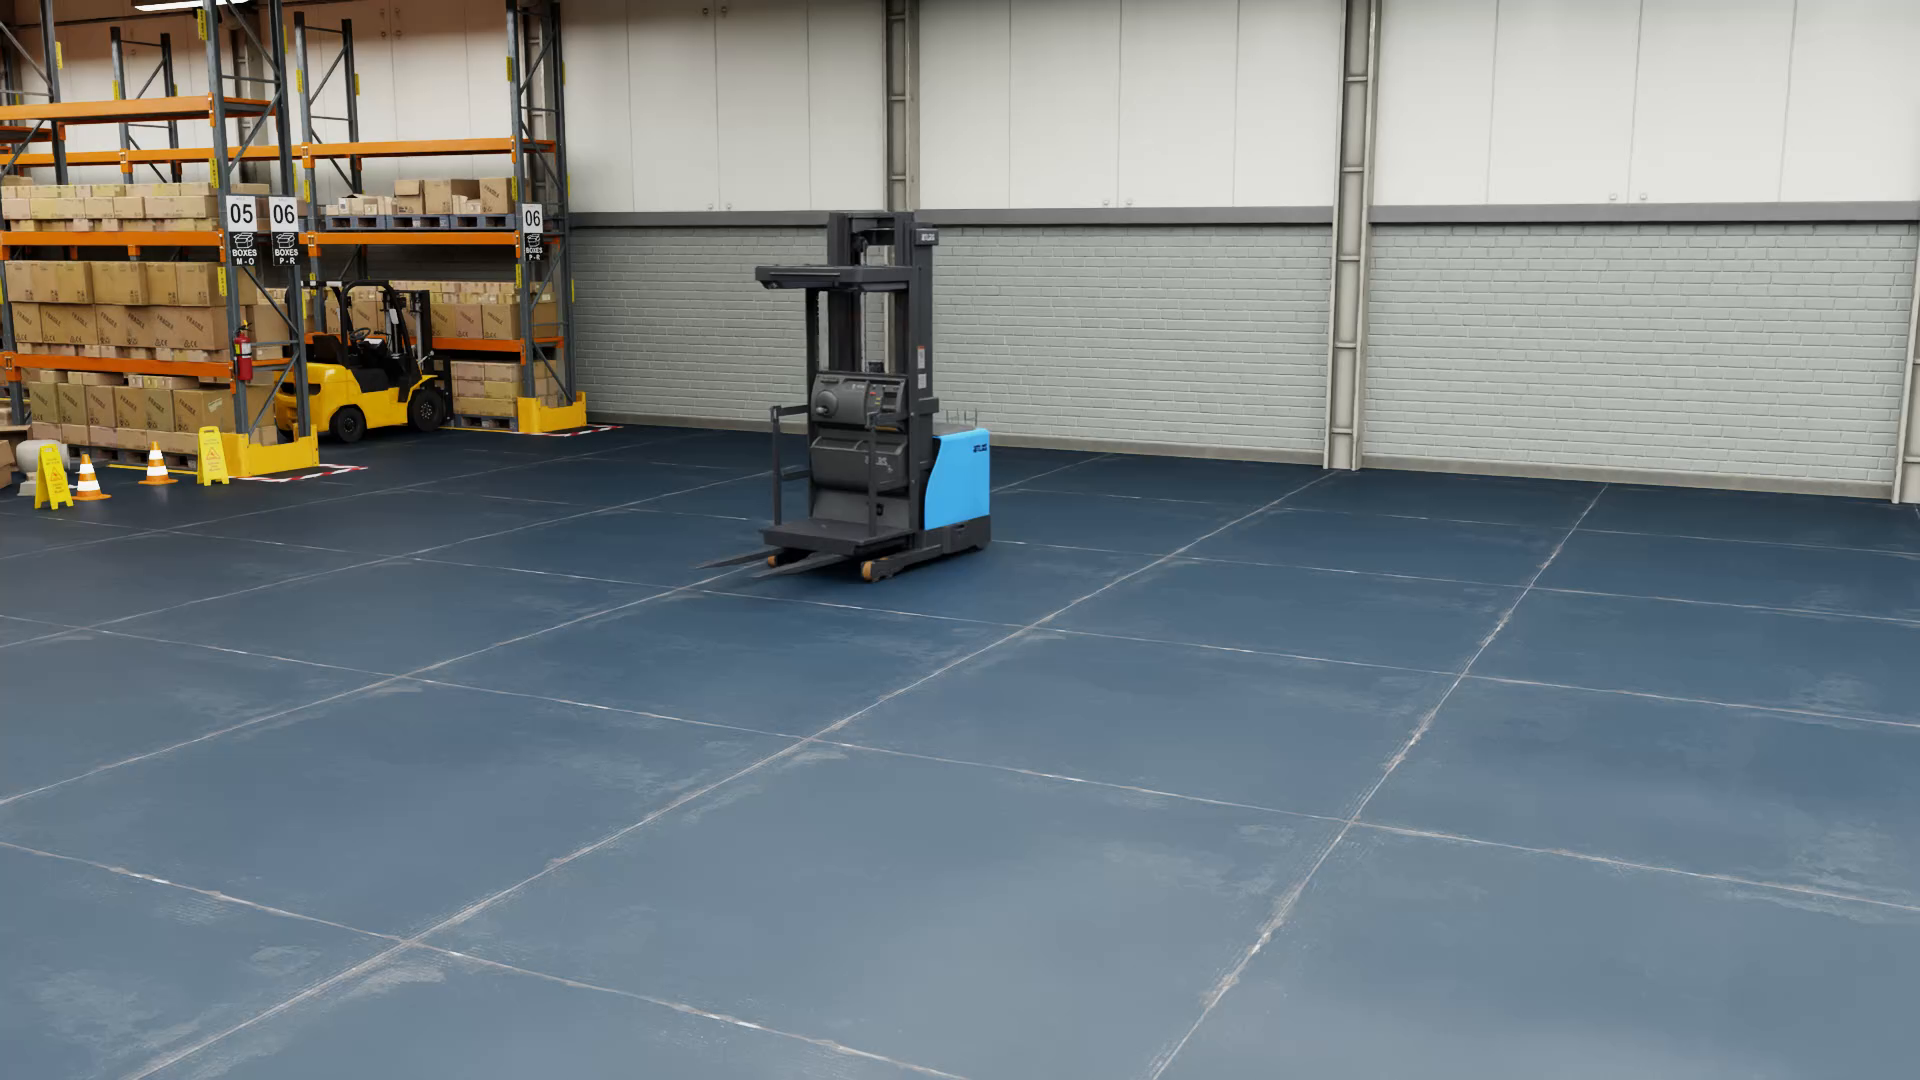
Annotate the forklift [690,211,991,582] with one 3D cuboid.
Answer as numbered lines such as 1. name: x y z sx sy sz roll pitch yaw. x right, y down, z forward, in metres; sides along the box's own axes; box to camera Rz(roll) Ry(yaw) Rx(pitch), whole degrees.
1. forklift: -0.964 -1.202 13.644 1.130 2.935 3.031 7 12 33

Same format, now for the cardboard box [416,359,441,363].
1. cardboard box: -7.847 -2.543 24.595 0.500 0.250 0.500 5 11 25

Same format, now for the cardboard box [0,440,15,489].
1. cardboard box: -10.816 -0.805 18.267 0.637 0.503 0.797 -2 11 -14

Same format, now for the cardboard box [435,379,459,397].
1. cardboard box: -7.420 -2.259 24.429 0.500 0.250 0.500 5 11 25

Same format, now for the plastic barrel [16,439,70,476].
1. plastic barrel: -10.643 -0.953 19.307 0.512 0.421 0.421 -4 11 -23

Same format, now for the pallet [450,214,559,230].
1. pallet: -6.551 -4.585 23.968 1.213 0.211 1.003 5 11 26

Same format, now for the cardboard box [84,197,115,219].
1. cardboard box: -10.071 -3.965 19.879 0.500 0.250 0.500 5 11 26

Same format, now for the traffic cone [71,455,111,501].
1. traffic cone: -9.264 -0.675 17.662 0.334 0.463 0.336 5 11 26

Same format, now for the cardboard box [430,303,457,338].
1. cardboard box: -7.406 -3.221 24.327 0.500 0.500 0.500 5 11 25

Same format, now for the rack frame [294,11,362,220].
1. rack frame: -9.515 -6.360 25.103 0.127 3.000 1.000 5 11 26

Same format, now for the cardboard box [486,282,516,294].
1. cardboard box: -6.577 -3.617 23.853 0.250 0.149 0.380 5 11 26

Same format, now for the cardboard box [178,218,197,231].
1. cardboard box: -8.802 -3.650 19.257 0.250 0.149 0.380 5 11 26

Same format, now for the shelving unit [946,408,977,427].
1. shelving unit: 0.019 -0.591 15.123 0.189 1.200 0.258 5 11 28

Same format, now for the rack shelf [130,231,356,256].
1. rack shelf: -11.309 -4.688 26.305 4.000 0.370 1.077 5 11 26

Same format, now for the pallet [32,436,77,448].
1. pallet: -12.407 -1.304 21.842 1.213 0.211 1.003 5 11 26

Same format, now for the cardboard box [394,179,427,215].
1. cardboard box: -7.815 -5.020 24.374 0.637 0.503 0.797 5 12 28

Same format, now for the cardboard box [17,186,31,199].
1. cardboard box: -11.324 -4.267 20.427 0.250 0.149 0.380 5 12 28

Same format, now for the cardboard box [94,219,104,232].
1. cardboard box: -10.152 -3.782 19.986 0.250 0.149 0.380 5 11 26

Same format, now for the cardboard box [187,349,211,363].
1. cardboard box: -8.827 -2.174 19.523 0.250 0.149 0.380 5 11 25

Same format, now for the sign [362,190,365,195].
1. sign: -9.271 -5.266 25.808 0.005 0.325 0.100 5 11 26

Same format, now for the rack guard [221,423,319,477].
1. rack guard: -8.189 -1.076 19.770 0.348 0.500 1.175 5 11 26

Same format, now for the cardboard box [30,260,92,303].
1. cardboard box: -10.961 -3.189 20.507 0.500 0.500 0.700 5 11 26

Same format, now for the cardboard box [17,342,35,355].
1. cardboard box: -11.567 -2.415 20.858 0.250 0.149 0.380 5 11 26

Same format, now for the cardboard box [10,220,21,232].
1. cardboard box: -11.535 -3.903 20.655 0.250 0.149 0.380 5 11 25

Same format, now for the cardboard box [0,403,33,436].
1. cardboard box: -12.179 -1.569 21.679 0.625 0.372 0.950 5 11 27

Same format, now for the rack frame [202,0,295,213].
1. rack frame: -8.121 -5.252 18.980 0.127 3.000 1.000 5 11 26

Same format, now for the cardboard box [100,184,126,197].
1. cardboard box: -9.945 -4.139 19.723 0.250 0.149 0.380 5 12 27

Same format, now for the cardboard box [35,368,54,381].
1. cardboard box: -15.428 -2.861 28.453 0.500 0.500 0.500 5 11 24

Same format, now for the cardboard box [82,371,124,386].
1. cardboard box: -10.508 -1.987 20.399 0.250 0.149 0.380 6 12 29

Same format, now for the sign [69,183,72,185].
1. sign: -11.475 -4.433 21.425 0.005 0.325 0.100 5 11 26

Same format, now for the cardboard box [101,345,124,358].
1. cardboard box: -10.186 -2.298 20.208 0.250 0.149 0.380 5 11 26

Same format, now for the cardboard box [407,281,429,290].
1. cardboard box: -7.939 -3.745 24.560 0.250 0.149 0.380 5 11 26

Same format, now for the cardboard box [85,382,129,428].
1. cardboard box: -10.349 -1.667 20.451 0.500 0.500 0.500 6 12 29

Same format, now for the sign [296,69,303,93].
1. sign: -9.744 -6.771 24.529 0.005 0.325 0.100 5 11 26

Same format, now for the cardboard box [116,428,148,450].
1. cardboard box: -9.898 -1.256 20.292 0.500 0.250 0.500 5 11 24

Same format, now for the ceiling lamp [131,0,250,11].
1. ceiling lamp: -10.364 -8.870 22.584 2.000 3.185 0.800 5 11 26

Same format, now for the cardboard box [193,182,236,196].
1. cardboard box: -8.555 -4.024 19.085 0.250 0.149 0.380 5 11 26

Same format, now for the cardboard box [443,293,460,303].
1. cardboard box: -7.288 -3.524 24.178 0.250 0.149 0.380 5 11 24

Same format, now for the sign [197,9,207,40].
1. sign: -8.385 -5.702 18.402 0.005 0.325 0.100 5 11 26

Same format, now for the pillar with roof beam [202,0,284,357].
1. pillar with roof beam: -13.439 -6.029 23.274 0.548 9.000 9.100 5 11 26

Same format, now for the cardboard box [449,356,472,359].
1. cardboard box: -7.625 -2.628 25.062 0.500 0.250 0.500 5 11 25

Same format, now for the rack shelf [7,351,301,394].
1. rack shelf: -9.914 -2.103 20.449 4.000 0.370 1.077 5 11 26

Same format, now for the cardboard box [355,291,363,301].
1. cardboard box: -8.867 -3.673 25.000 0.250 0.149 0.380 5 11 26

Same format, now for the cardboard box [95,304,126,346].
1. cardboard box: -10.070 -2.617 20.152 0.500 0.500 0.500 5 11 26

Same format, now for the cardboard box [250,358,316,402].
1. cardboard box: -10.680 -2.548 26.374 0.625 0.625 0.875 5 11 25

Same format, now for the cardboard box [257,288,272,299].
1. cardboard box: -10.857 -3.843 25.940 0.250 0.149 0.380 5 11 24

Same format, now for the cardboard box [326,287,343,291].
1. cardboard box: -9.361 -3.850 25.144 0.250 0.149 0.380 5 12 27
